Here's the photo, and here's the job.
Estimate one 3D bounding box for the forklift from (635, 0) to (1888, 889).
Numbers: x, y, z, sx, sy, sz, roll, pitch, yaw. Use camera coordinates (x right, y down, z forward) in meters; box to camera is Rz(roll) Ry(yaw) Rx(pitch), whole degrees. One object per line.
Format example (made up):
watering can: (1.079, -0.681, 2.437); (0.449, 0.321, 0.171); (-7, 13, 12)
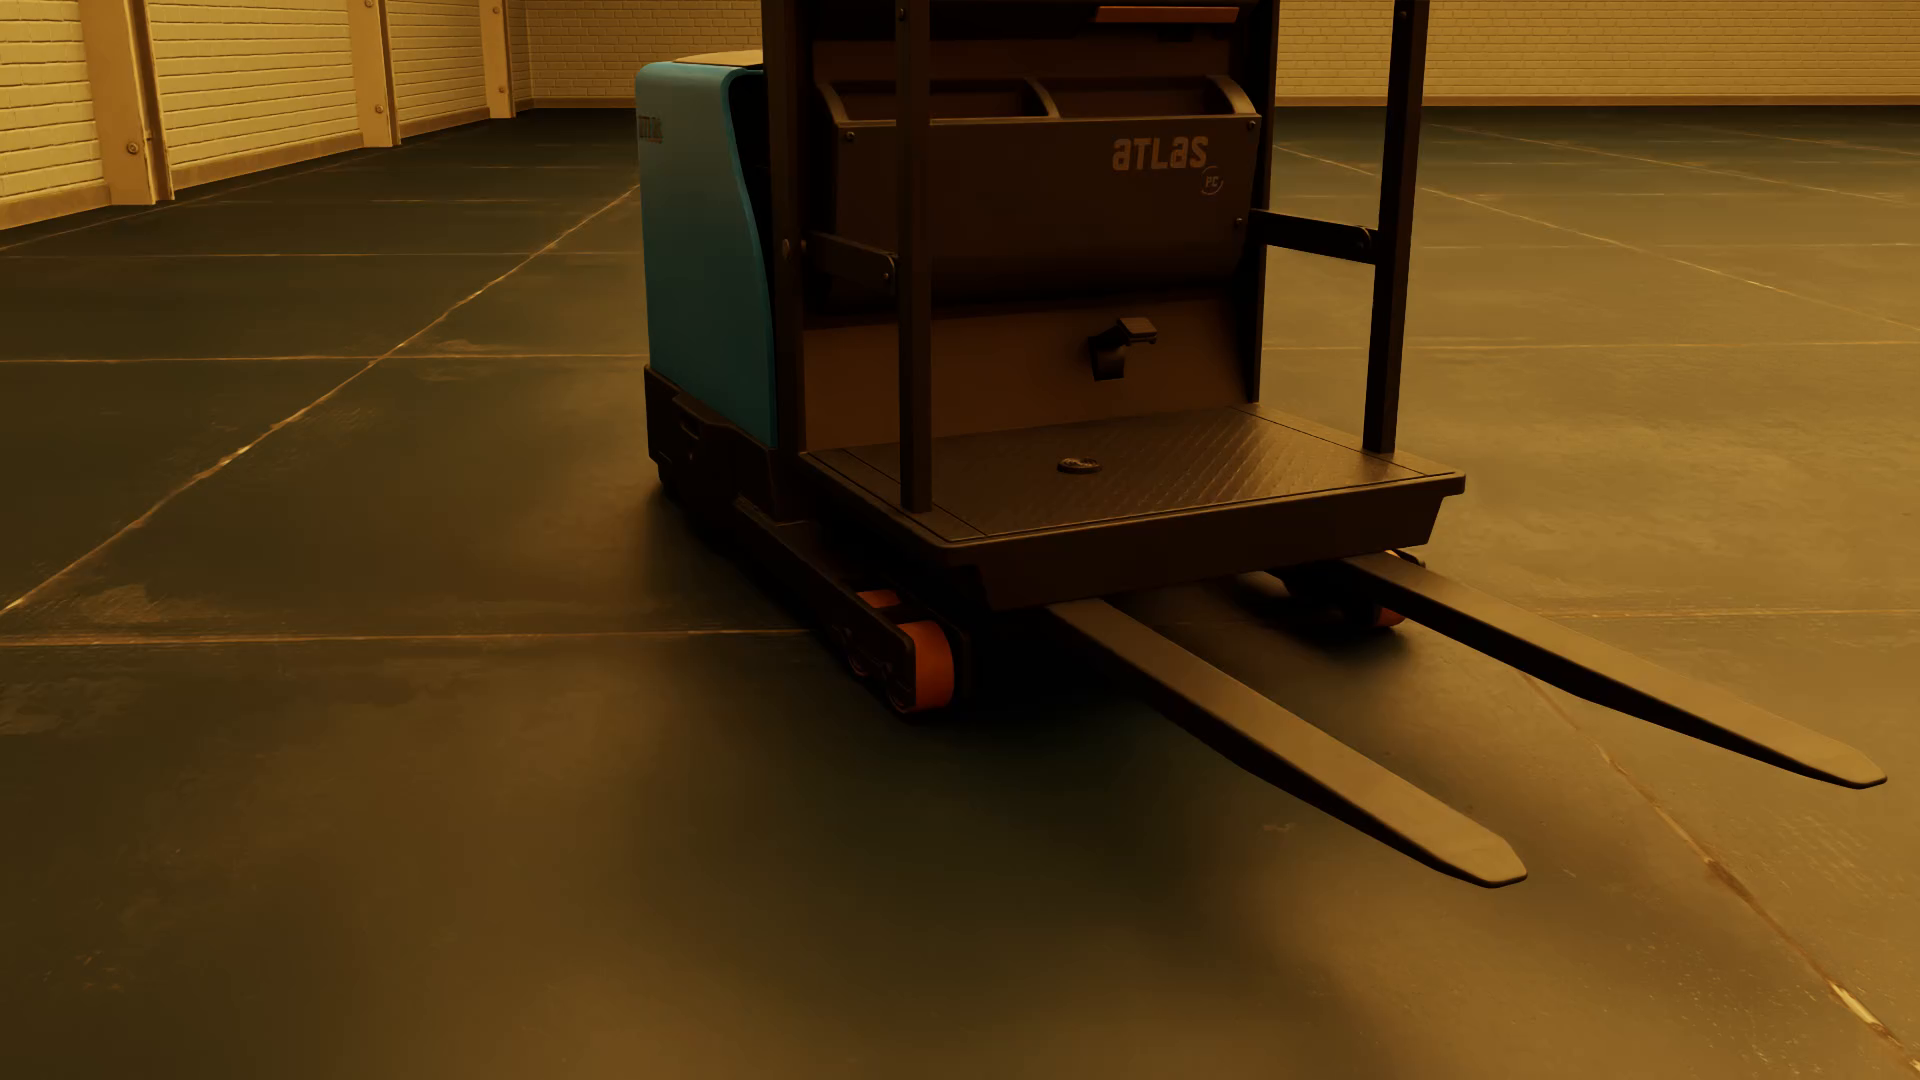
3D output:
forklift: (0.258, -1.240, 2.962); (1.130, 2.935, 3.031); (-8, 19, -24)
